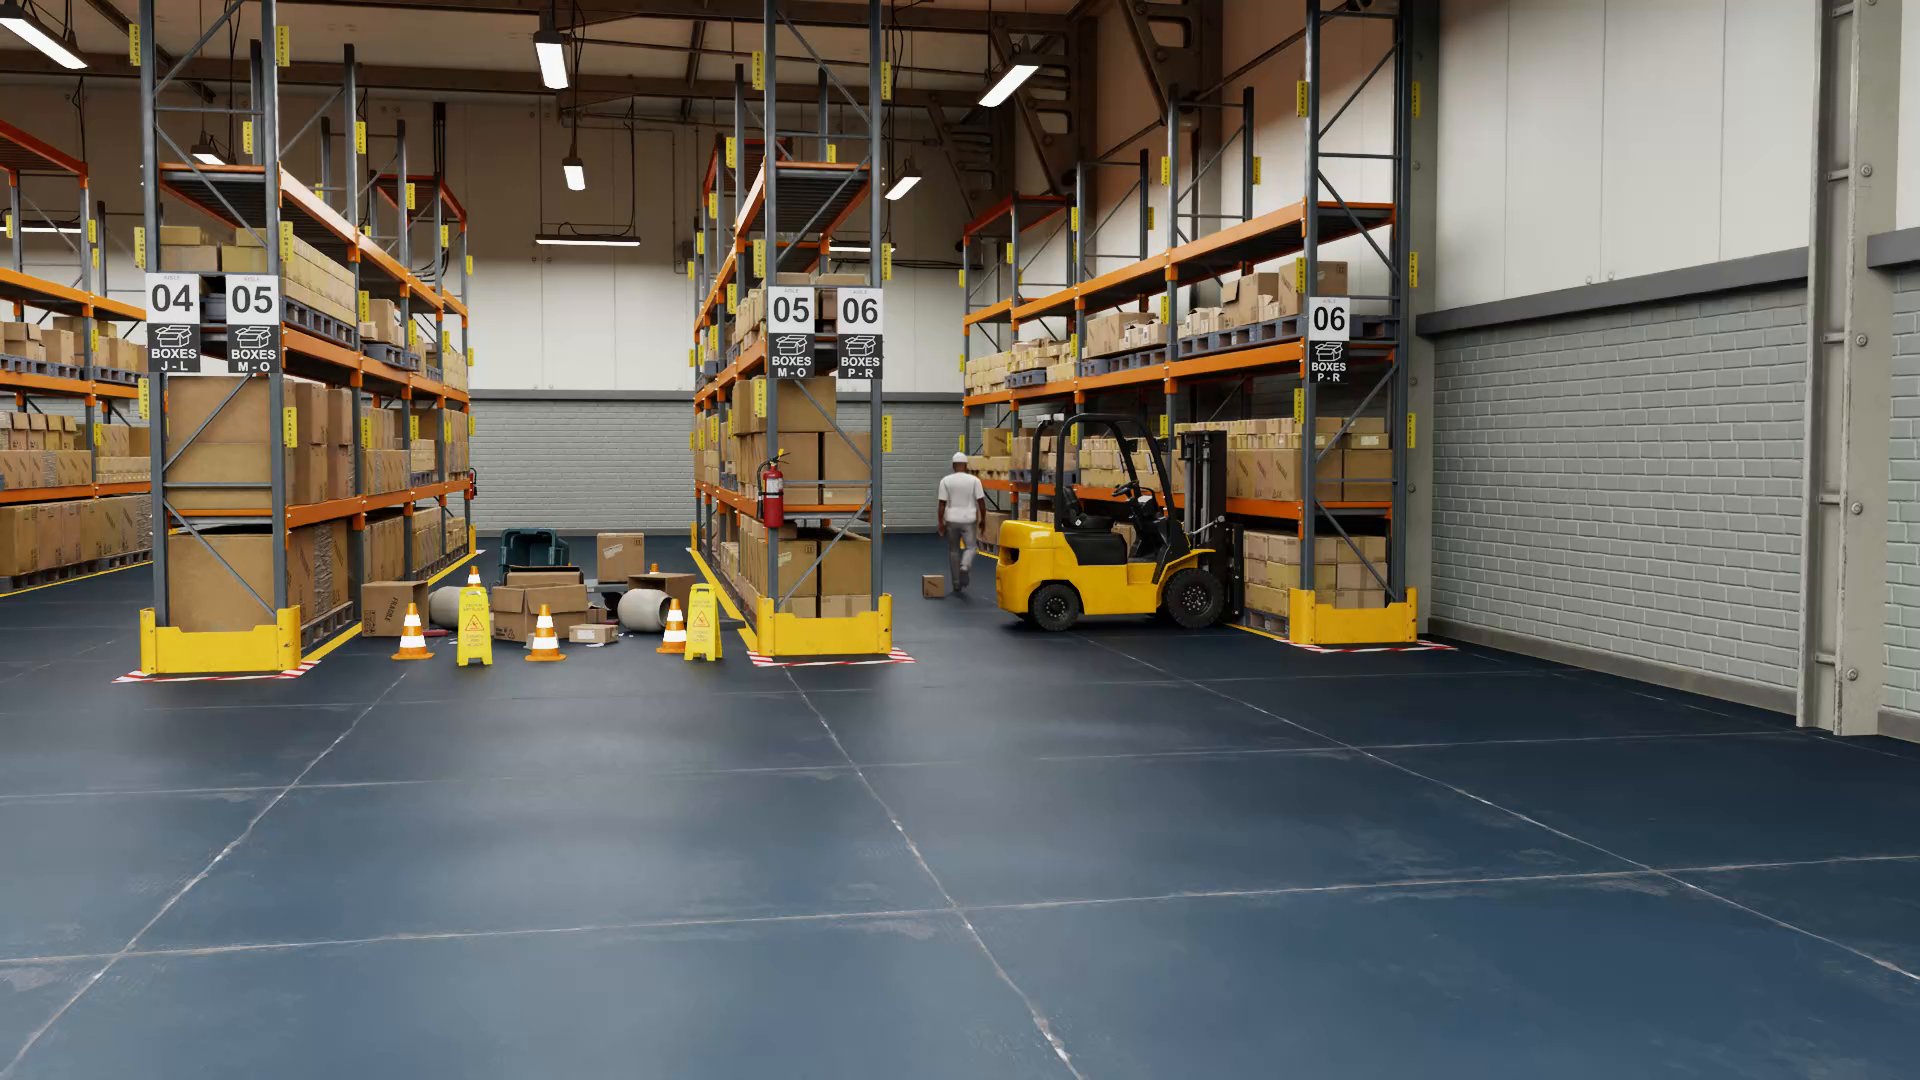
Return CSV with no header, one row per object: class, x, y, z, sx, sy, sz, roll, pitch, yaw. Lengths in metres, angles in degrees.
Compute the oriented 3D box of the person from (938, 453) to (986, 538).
person,0.030,-0.568,21.144,0.601,1.088,0.361,0,3,6
